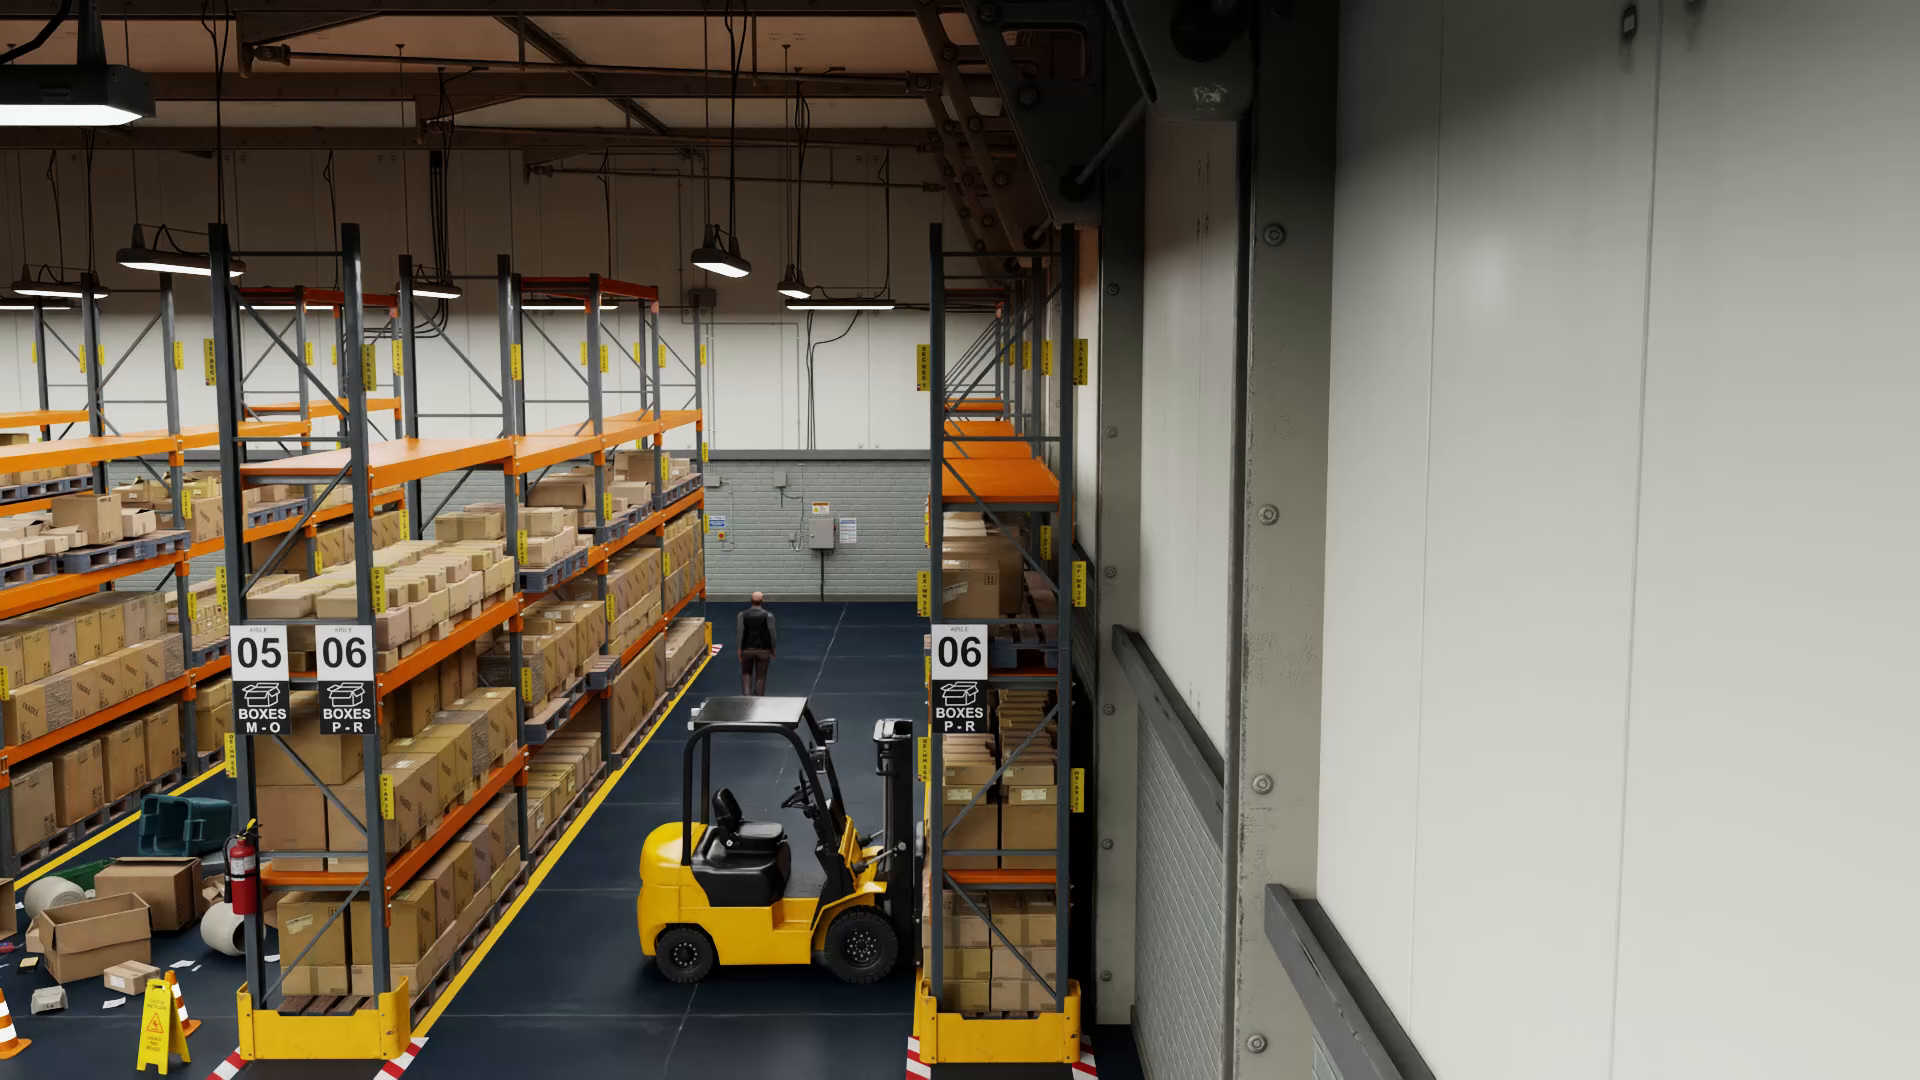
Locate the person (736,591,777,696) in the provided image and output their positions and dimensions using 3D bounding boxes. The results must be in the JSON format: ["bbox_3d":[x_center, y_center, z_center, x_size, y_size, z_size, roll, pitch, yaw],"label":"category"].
[{"bbox_3d":[-2.858,1.576,23.440,0.557,1.729,0.454,0,7,2],"label":"person"}]
